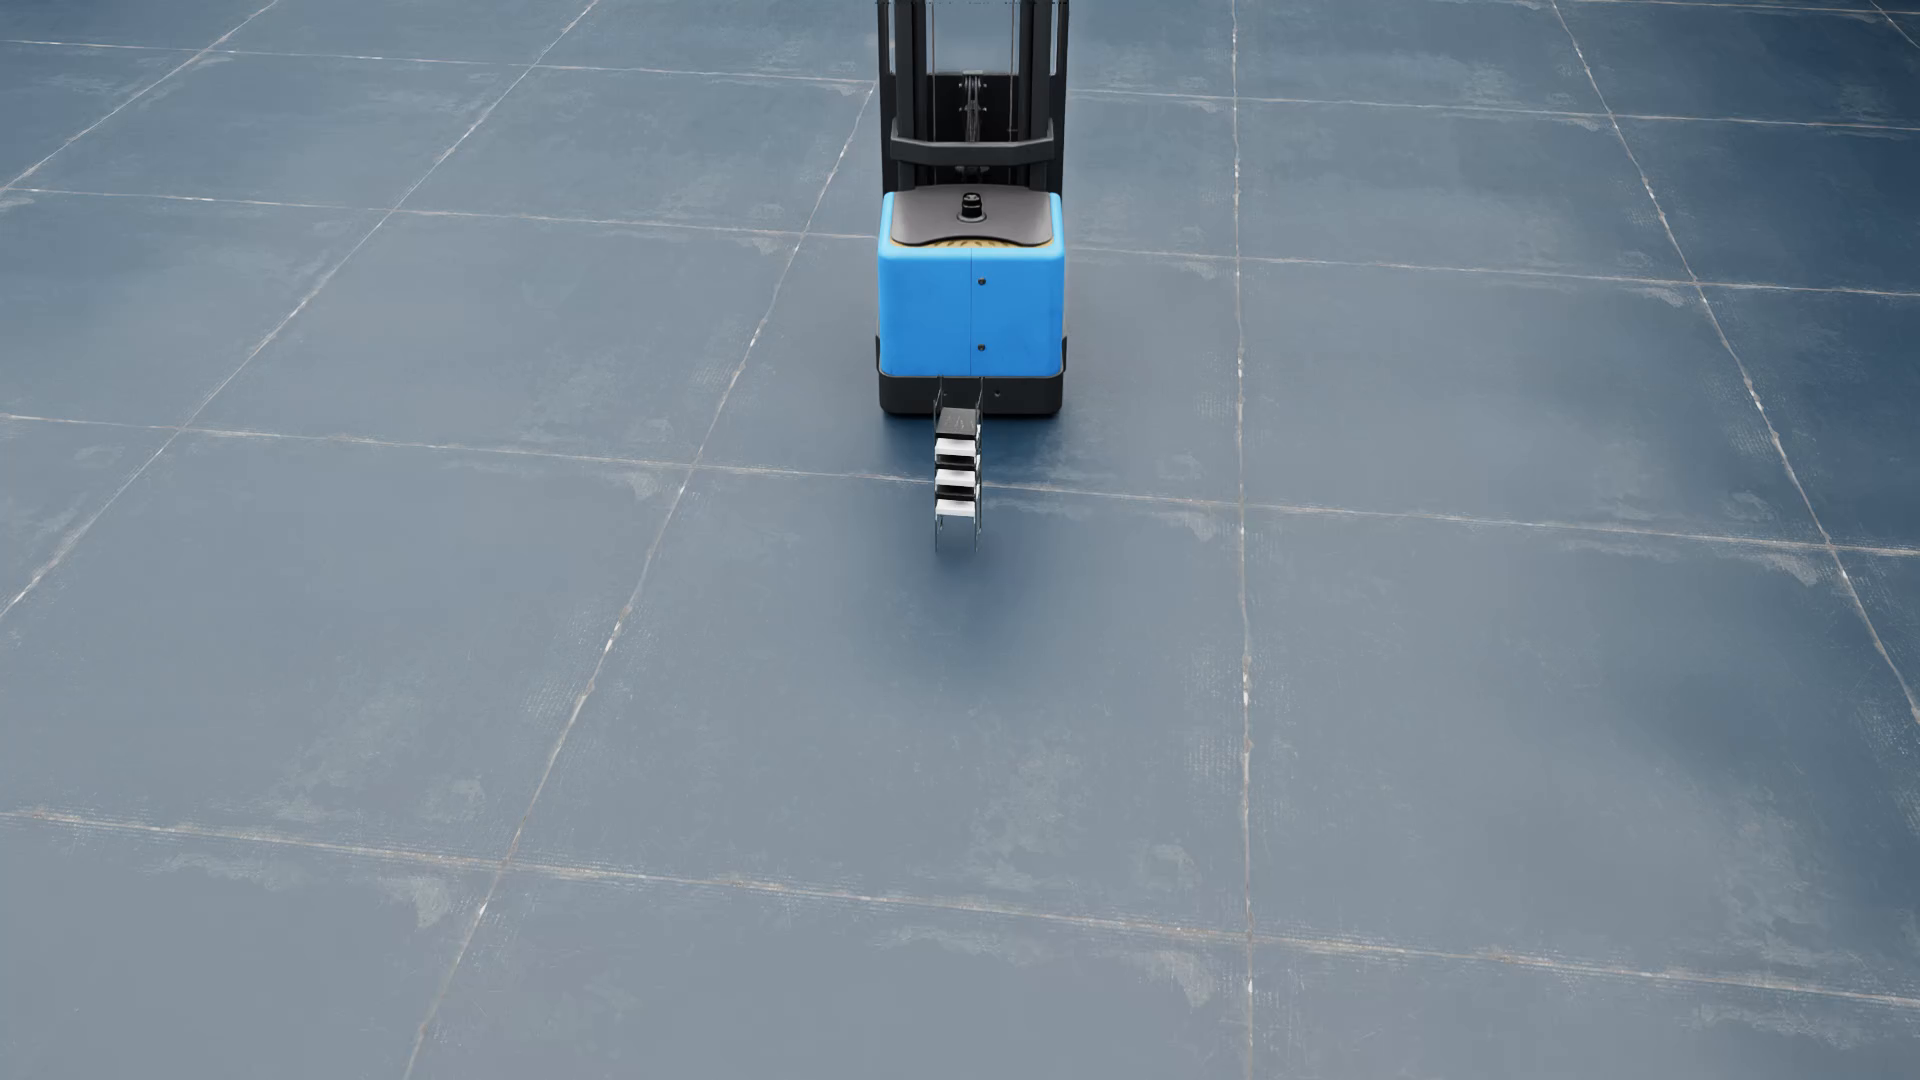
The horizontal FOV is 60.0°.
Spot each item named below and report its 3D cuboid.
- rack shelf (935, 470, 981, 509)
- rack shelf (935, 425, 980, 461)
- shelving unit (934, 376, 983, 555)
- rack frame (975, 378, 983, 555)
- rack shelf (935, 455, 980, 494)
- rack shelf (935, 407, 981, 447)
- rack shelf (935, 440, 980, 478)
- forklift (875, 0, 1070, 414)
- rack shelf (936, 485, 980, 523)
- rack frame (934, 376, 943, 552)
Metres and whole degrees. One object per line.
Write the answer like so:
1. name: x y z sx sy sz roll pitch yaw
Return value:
1. rack shelf: -0.008 -0.267 8.418 0.200 0.077 0.258 4 36 6
2. rack shelf: -0.008 -0.486 8.261 0.200 0.077 0.258 4 36 6
3. shelving unit: -0.008 -0.367 8.346 0.210 0.900 0.258 4 36 6
4. rack frame: 0.093 -0.359 8.336 0.006 0.900 0.240 4 36 6
5. rack shelf: -0.008 -0.340 8.366 0.200 0.077 0.258 4 36 6
6. rack shelf: -0.008 -0.560 8.209 0.200 0.077 0.258 4 36 6
7. rack shelf: -0.008 -0.413 8.314 0.200 0.077 0.258 4 36 6
8. forklift: 0.077 -2.735 9.916 1.130 2.935 3.031 0 36 0
9. rack shelf: -0.008 -0.193 8.470 0.200 0.077 0.258 4 36 6
10. rack frame: -0.109 -0.374 8.357 0.006 0.900 0.240 4 36 6
